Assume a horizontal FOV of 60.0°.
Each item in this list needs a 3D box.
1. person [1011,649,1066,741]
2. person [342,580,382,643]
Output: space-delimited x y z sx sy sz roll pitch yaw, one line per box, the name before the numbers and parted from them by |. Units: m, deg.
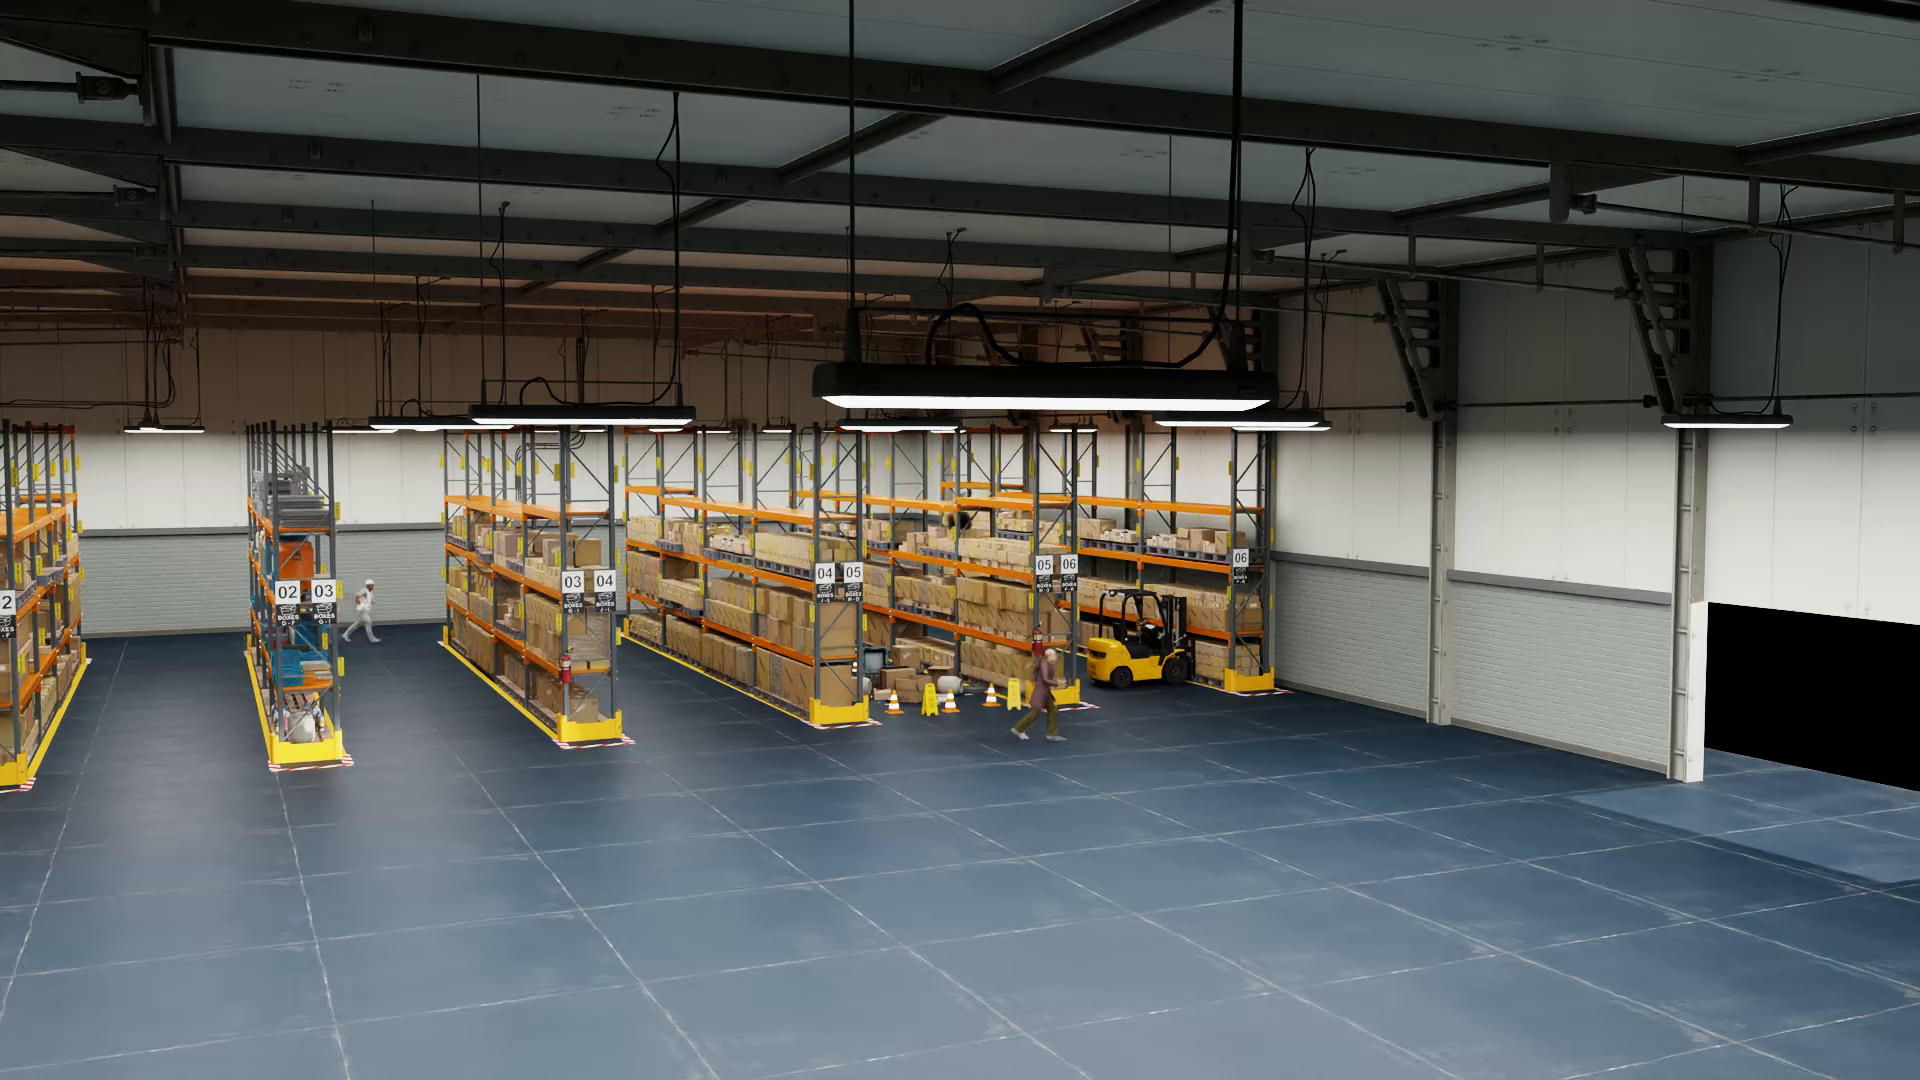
person | 1.480 2.901 31.091 1.044 1.754 0.698 1 4 12
person | -16.503 1.952 45.969 1.087 1.712 0.690 0 4 -6
